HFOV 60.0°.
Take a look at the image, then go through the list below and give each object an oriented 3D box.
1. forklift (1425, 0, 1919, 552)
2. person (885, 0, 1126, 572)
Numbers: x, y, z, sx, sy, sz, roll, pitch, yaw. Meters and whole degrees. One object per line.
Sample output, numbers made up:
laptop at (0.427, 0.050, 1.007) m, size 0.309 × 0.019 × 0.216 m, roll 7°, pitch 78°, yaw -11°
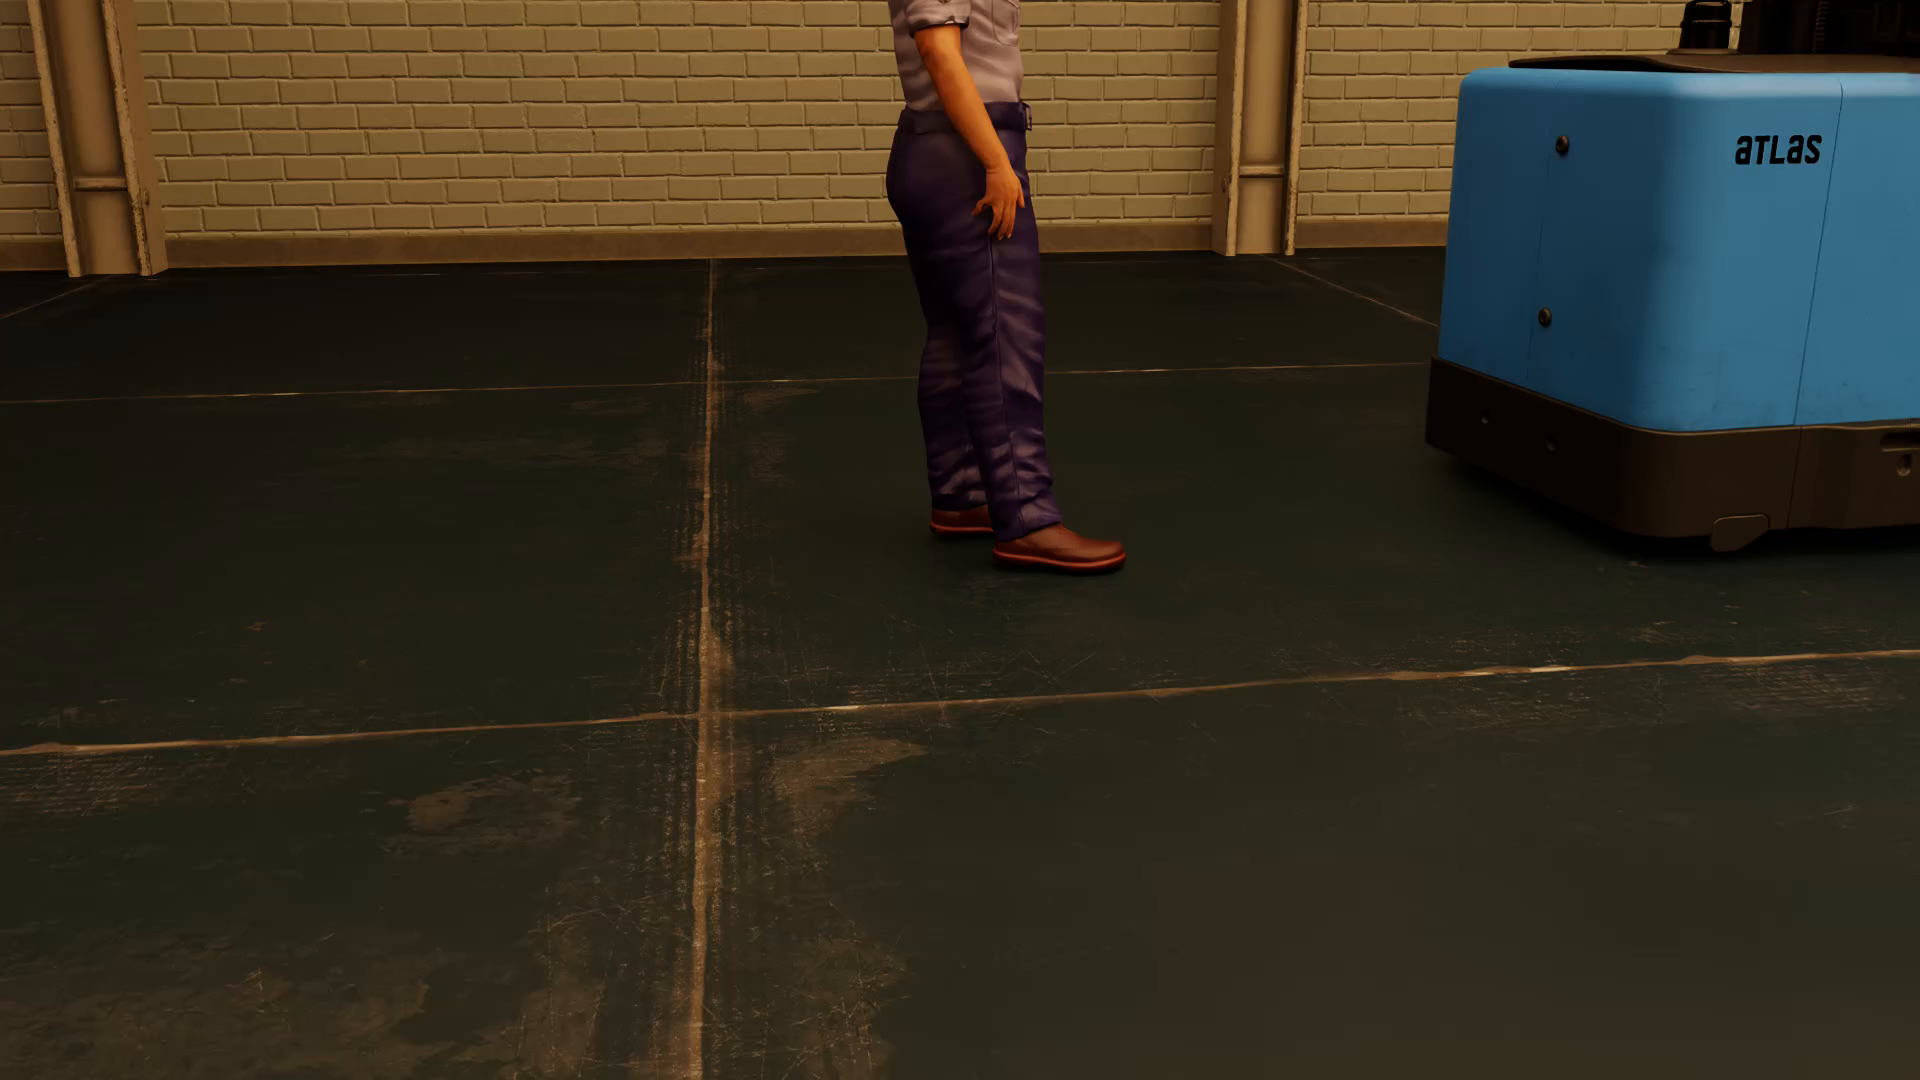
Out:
forklift at (2.865, -1.583, 4.139) m, size 3.031 × 2.935 × 1.130 m, roll -4°, pitch 17°, yaw -13°
person at (0.091, -0.793, 3.717) m, size 0.503 × 1.650 × 0.599 m, roll -2°, pitch 17°, yaw -8°
